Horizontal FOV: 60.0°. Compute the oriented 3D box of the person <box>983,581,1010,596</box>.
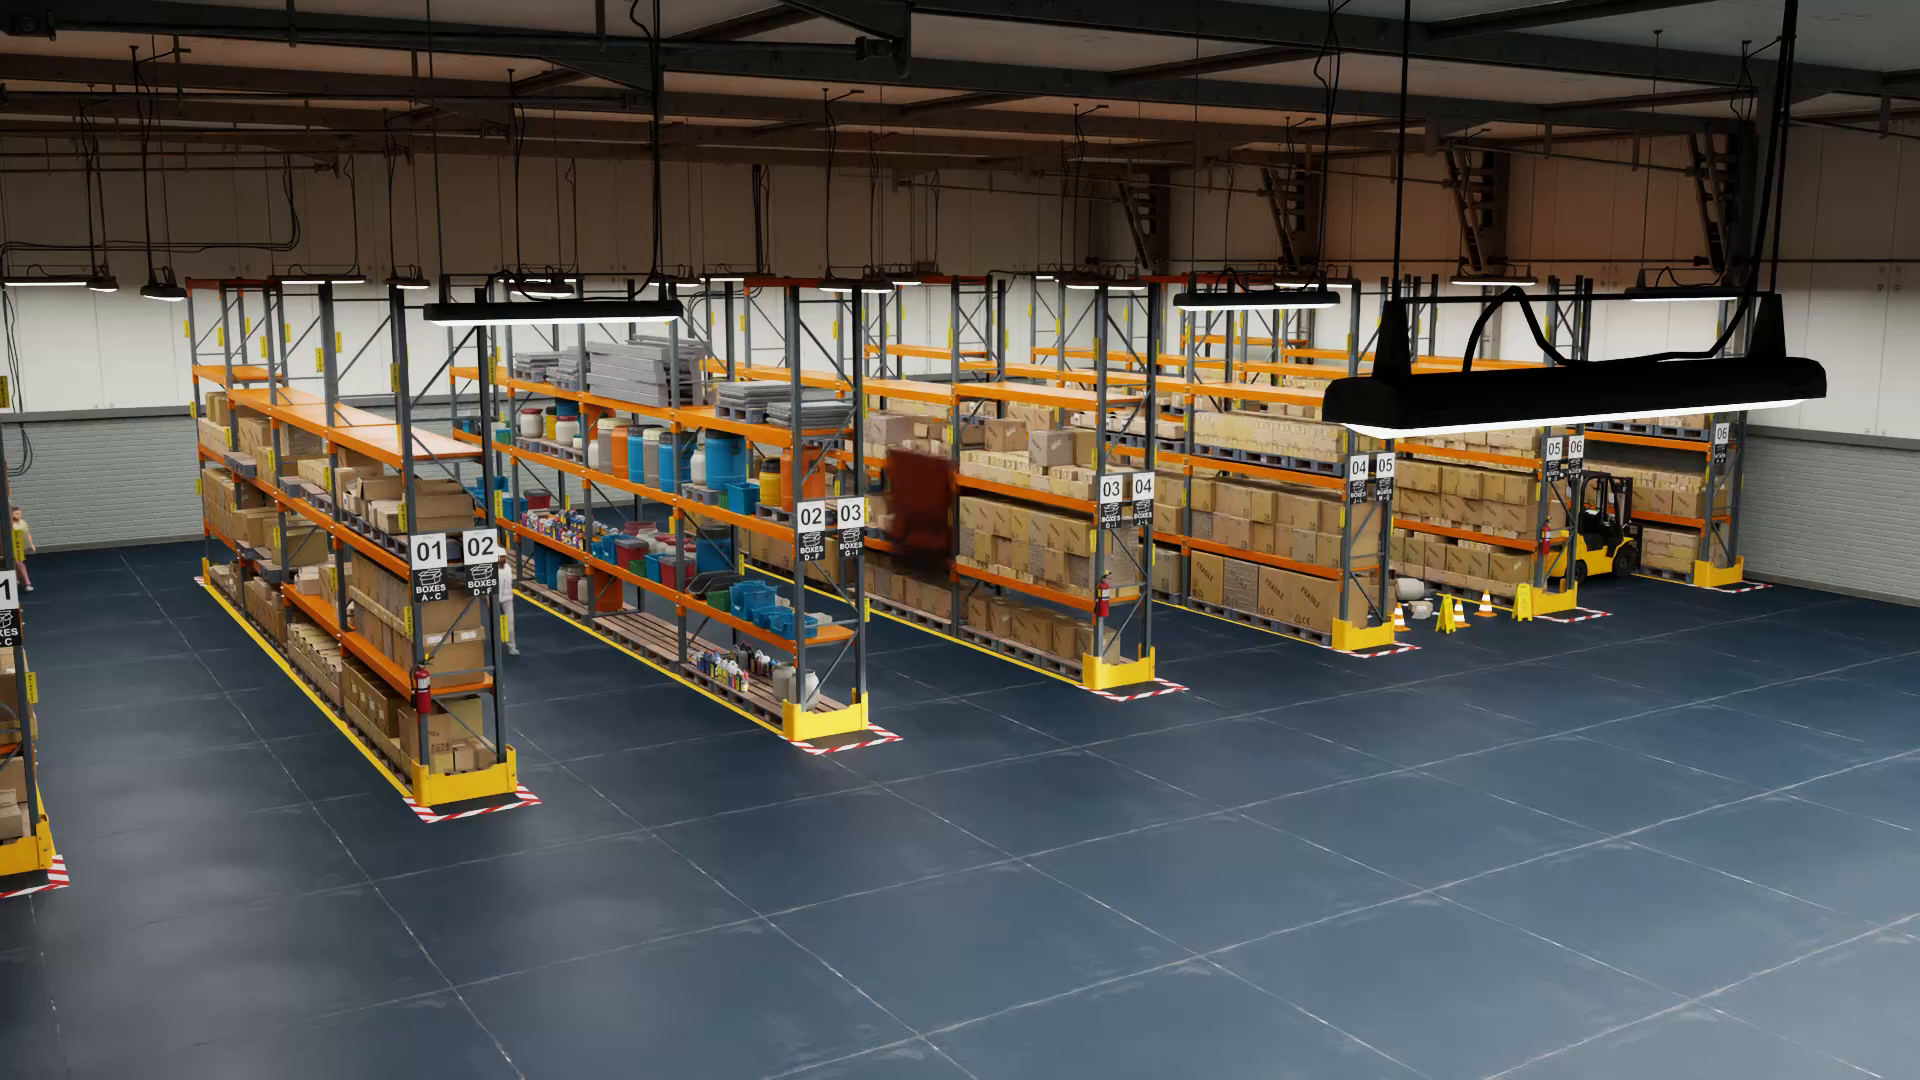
[{"bbox_3d":[0.714,0.090,30.333,0.591,1.726,1.080,-7,12,-37],"label":"person"}]

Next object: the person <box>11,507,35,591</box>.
[{"bbox_3d":[-18.195,0.155,32.119,1.106,1.608,0.482,6,11,31],"label":"person"}]

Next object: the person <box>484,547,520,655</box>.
[{"bbox_3d":[-7.473,0.973,26.928,0.526,1.712,1.022,-5,11,-27],"label":"person"}]
